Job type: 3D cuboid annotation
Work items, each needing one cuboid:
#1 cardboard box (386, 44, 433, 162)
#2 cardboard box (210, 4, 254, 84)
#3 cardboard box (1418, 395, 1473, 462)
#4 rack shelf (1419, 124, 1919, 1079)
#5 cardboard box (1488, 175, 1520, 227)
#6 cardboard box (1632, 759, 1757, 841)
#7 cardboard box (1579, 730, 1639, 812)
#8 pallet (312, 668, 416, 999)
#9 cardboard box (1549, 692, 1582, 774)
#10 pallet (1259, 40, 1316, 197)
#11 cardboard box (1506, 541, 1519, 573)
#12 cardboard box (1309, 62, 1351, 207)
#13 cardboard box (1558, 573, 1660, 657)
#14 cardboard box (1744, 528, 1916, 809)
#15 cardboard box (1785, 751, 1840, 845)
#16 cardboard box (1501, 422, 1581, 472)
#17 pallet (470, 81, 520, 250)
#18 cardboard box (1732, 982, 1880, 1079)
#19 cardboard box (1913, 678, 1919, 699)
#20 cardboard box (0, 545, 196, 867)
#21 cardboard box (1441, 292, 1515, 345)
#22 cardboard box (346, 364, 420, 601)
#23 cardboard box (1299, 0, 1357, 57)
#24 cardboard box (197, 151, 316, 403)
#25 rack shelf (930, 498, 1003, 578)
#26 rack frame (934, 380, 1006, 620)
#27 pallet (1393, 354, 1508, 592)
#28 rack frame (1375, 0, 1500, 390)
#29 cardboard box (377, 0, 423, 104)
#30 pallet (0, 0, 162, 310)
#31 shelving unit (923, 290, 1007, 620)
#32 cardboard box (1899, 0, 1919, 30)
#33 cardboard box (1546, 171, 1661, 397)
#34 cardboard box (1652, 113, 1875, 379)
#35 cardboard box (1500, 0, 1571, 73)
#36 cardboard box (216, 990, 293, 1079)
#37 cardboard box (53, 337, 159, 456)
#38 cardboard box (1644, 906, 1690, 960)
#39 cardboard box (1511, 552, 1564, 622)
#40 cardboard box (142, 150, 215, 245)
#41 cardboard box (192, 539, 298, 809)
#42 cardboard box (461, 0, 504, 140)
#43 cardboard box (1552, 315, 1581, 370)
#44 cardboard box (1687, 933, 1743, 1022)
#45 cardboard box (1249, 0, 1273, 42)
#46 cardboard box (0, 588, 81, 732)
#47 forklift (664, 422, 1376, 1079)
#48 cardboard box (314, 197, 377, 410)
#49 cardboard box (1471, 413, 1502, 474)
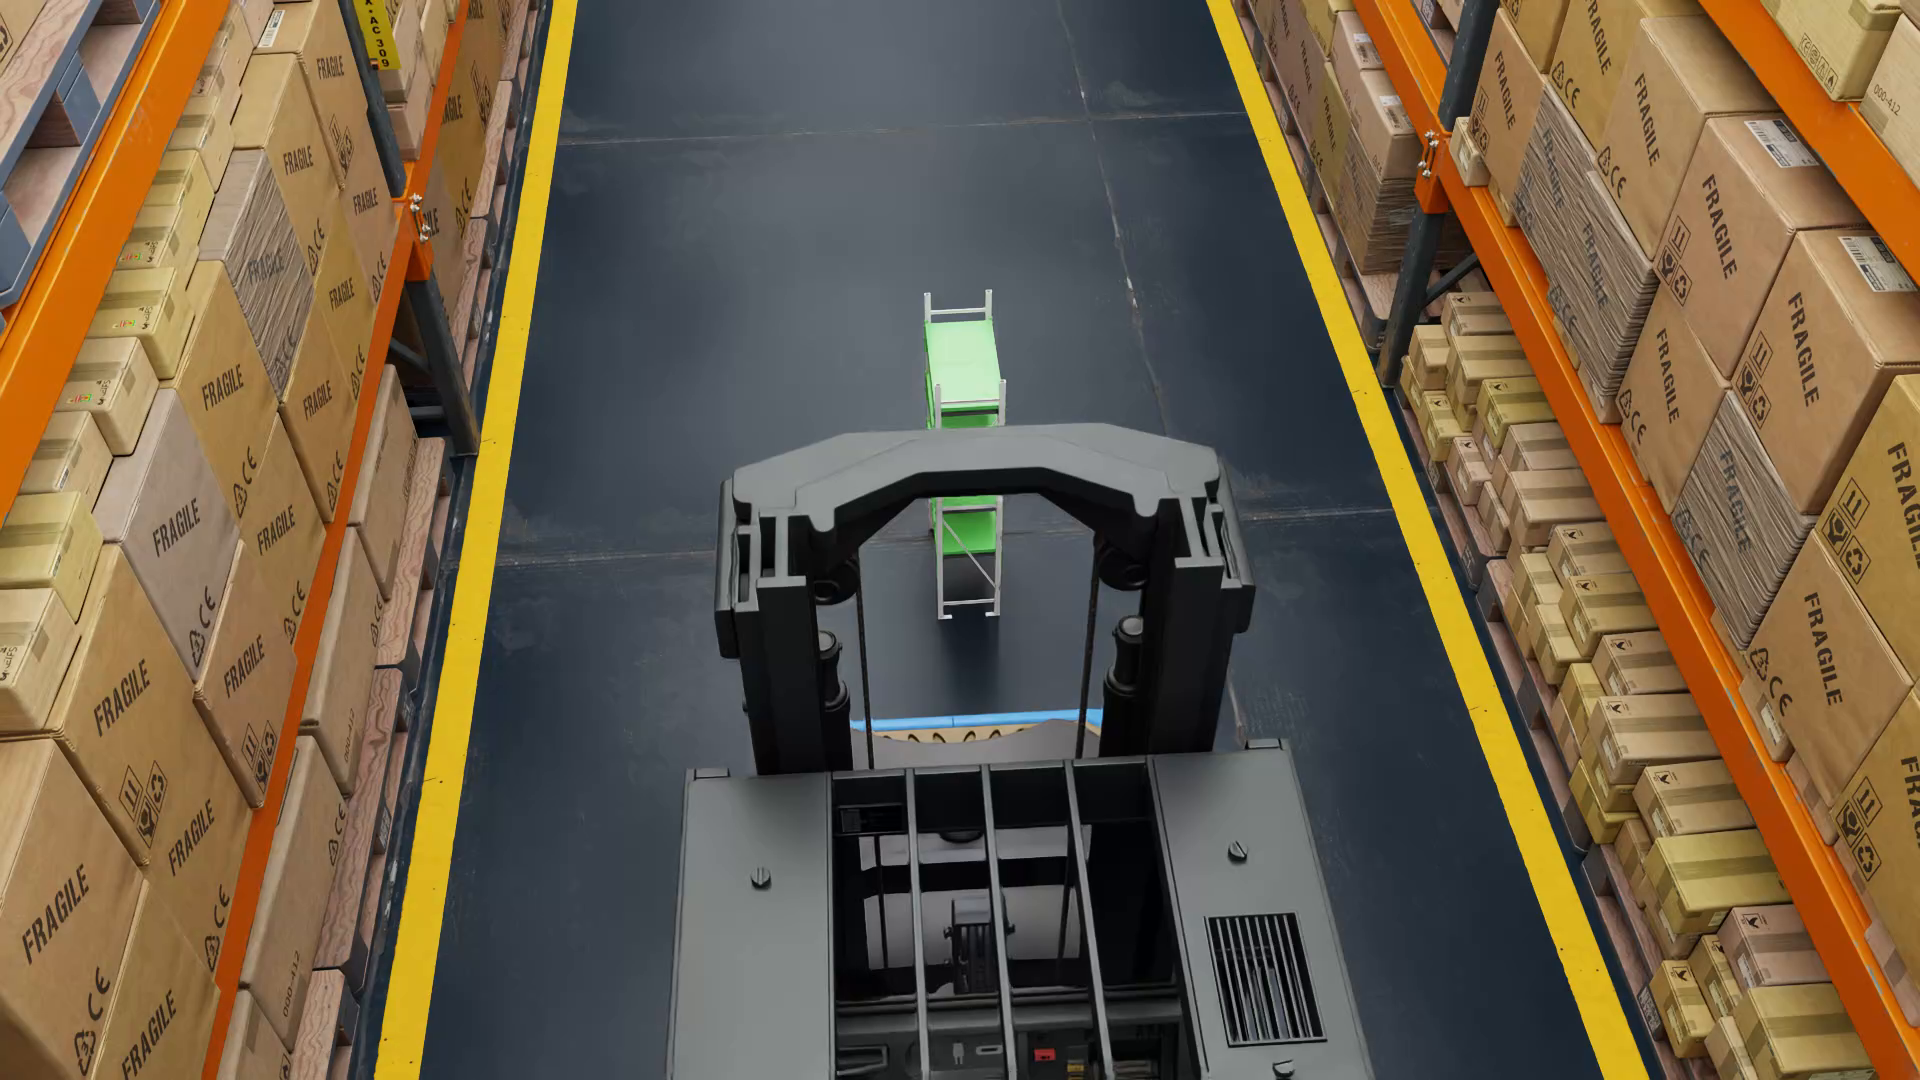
[{"bbox_3d":[-2.330,-1.683,6.381,0.500,0.250,0.500,-4,47,-4],"label":"cardboard box"},{"bbox_3d":[-2.288,-1.419,4.824,0.380,0.149,0.250,-3,47,-3],"label":"cardboard box"},{"bbox_3d":[2.101,-0.462,6.796,0.380,0.149,0.250,-2,47,-2],"label":"cardboard box"},{"bbox_3d":[2.535,-0.079,5.255,1.077,0.370,4.000,-3,47,-3],"label":"rack shelf"},{"bbox_3d":[2.161,-1.280,6.069,0.380,0.149,0.250,-2,47,-2],"label":"cardboard box"},{"bbox_3d":[2.335,0.828,5.164,0.380,0.149,0.250,-5,47,-5],"label":"cardboard box"},{"bbox_3d":[2.273,0.740,5.453,0.380,0.149,0.250,-3,47,-3],"label":"cardboard box"},{"bbox_3d":[-2.465,0.999,5.659,1.003,0.211,1.213,-3,47,-3],"label":"pallet"},{"bbox_3d":[2.272,0.654,5.739,0.380,0.149,0.250,-3,47,-3],"label":"cardboard box"},{"bbox_3d":[2.196,-2.263,8.748,1.003,0.211,1.213,-3,47,-3],"label":"pallet"},{"bbox_3d":[2.302,0.088,6.275,0.380,0.149,0.250,-5,47,-5],"label":"cardboard box"},{"bbox_3d":[2.012,-1.950,7.963,0.500,0.500,0.500,-4,47,-4],"label":"cardboard box"},{"bbox_3d":[2.296,0.252,5.710,0.380,0.149,0.250,-3,47,-3],"label":"cardboard box"},{"bbox_3d":[2.371,0.301,4.125,0.500,0.500,0.500,-4,47,-4],"label":"cardboard box"},{"bbox_3d":[2.375,0.625,4.265,0.380,0.149,0.250,-4,47,-4],"label":"cardboard box"},{"bbox_3d":[2.269,-0.310,6.243,0.380,0.149,0.250,-5,47,-4],"label":"cardboard box"},{"bbox_3d":[-2.801,-1.879,8.384,1.003,0.211,1.213,-3,47,-3],"label":"pallet"},{"bbox_3d":[2.406,1.384,4.638,0.380,0.149,0.250,-3,47,-3],"label":"cardboard box"},{"bbox_3d":[2.417,0.324,3.415,0.500,0.500,0.500,-4,47,-4],"label":"cardboard box"},{"bbox_3d":[-2.028,0.378,3.568,0.500,0.500,0.500,-5,47,-4],"label":"cardboard box"},{"bbox_3d":[2.190,-0.880,6.782,0.380,0.149,0.250,-2,47,-2],"label":"cardboard box"},{"bbox_3d":[-2.611,-0.202,6.351,0.875,0.438,0.875,-4,47,-4],"label":"cardboard box"},{"bbox_3d":[1.966,-2.594,8.057,0.500,0.250,0.500,-5,47,-5],"label":"cardboard box"},{"bbox_3d":[-2.155,-0.718,4.607,0.500,0.500,0.500,-3,47,-3],"label":"cardboard box"},{"bbox_3d":[0.014,-0.084,6.422,0.258,0.148,0.480,-3,47,-3],"label":"rack shelf"},{"bbox_3d":[0.034,-0.116,6.034,0.240,1.200,0.015,-3,47,-3],"label":"rack frame"},{"bbox_3d":[2.459,-0.331,6.918,1.003,0.211,1.213,-3,47,-3],"label":"pallet"},{"bbox_3d":[2.368,-1.774,6.364,1.000,3.000,0.127,-3,47,-3],"label":"rack frame"},{"bbox_3d":[-2.312,-1.856,6.200,0.500,0.250,0.500,-5,47,-4],"label":"cardboard box"},{"bbox_3d":[-2.399,-0.927,3.558,1.003,0.211,1.213,-3,47,-3],"label":"pallet"},{"bbox_3d":[0.014,-0.293,6.201,0.258,1.200,0.503,-3,47,-3],"label":"shelving unit"},{"bbox_3d":[2.327,-1.090,3.409,0.500,0.250,0.500,-3,47,-3],"label":"cardboard box"},{"bbox_3d":[2.213,-0.813,5.180,0.500,0.500,0.500,-4,47,-4],"label":"cardboard box"},{"bbox_3d":[2.274,-0.801,4.480,0.500,0.500,0.500,-5,47,-5],"label":"cardboard box"},{"bbox_3d":[2.163,-1.913,5.533,0.500,0.500,0.500,-2,47,-2],"label":"cardboard box"},{"bbox_3d":[-2.376,1.760,4.493,0.875,0.438,0.875,-5,47,-5],"label":"cardboard box"},{"bbox_3d":[-2.069,-0.320,3.783,0.380,0.149,0.250,-3,47,-3],"label":"cardboard box"},{"bbox_3d":[2.392,1.212,5.211,0.380,0.149,0.250,-4,47,-3],"label":"cardboard box"},{"bbox_3d":[2.224,0.176,5.987,0.380,0.149,0.250,-4,47,-4],"label":"cardboard box"},{"bbox_3d":[-2.169,-0.869,4.302,0.380,0.149,0.250,-4,47,-4],"label":"cardboard box"},{"bbox_3d":[-2.070,0.362,4.273,0.500,0.500,0.500,-4,47,-4],"label":"cardboard box"},{"bbox_3d":[-2.846,-2.557,8.280,0.875,0.875,0.875,-3,47,-3],"label":"cardboard box"},{"bbox_3d":[2.209,-0.707,5.527,0.380,0.149,0.250,-3,47,-3],"label":"cardboard box"},{"bbox_3d":[2.406,1.297,4.925,0.380,0.149,0.250,-4,47,-4],"label":"cardboard box"},{"bbox_3d":[1.884,-3.062,9.016,0.500,0.500,0.500,-3,47,-3],"label":"cardboard box"},{"bbox_3d":[-1.976,0.239,3.253,0.380,0.149,0.250,-2,47,-2],"label":"cardboard box"},{"bbox_3d":[0.073,1.307,3.494,1.130,2.935,3.031,-3,47,-3],"label":"forklift"},{"bbox_3d":[-2.214,-0.742,5.318,0.500,0.500,0.500,-5,47,-4],"label":"cardboard box"},{"bbox_3d":[2.246,-0.407,6.539,0.380,0.149,0.250,-4,47,-4],"label":"cardboard box"}]
